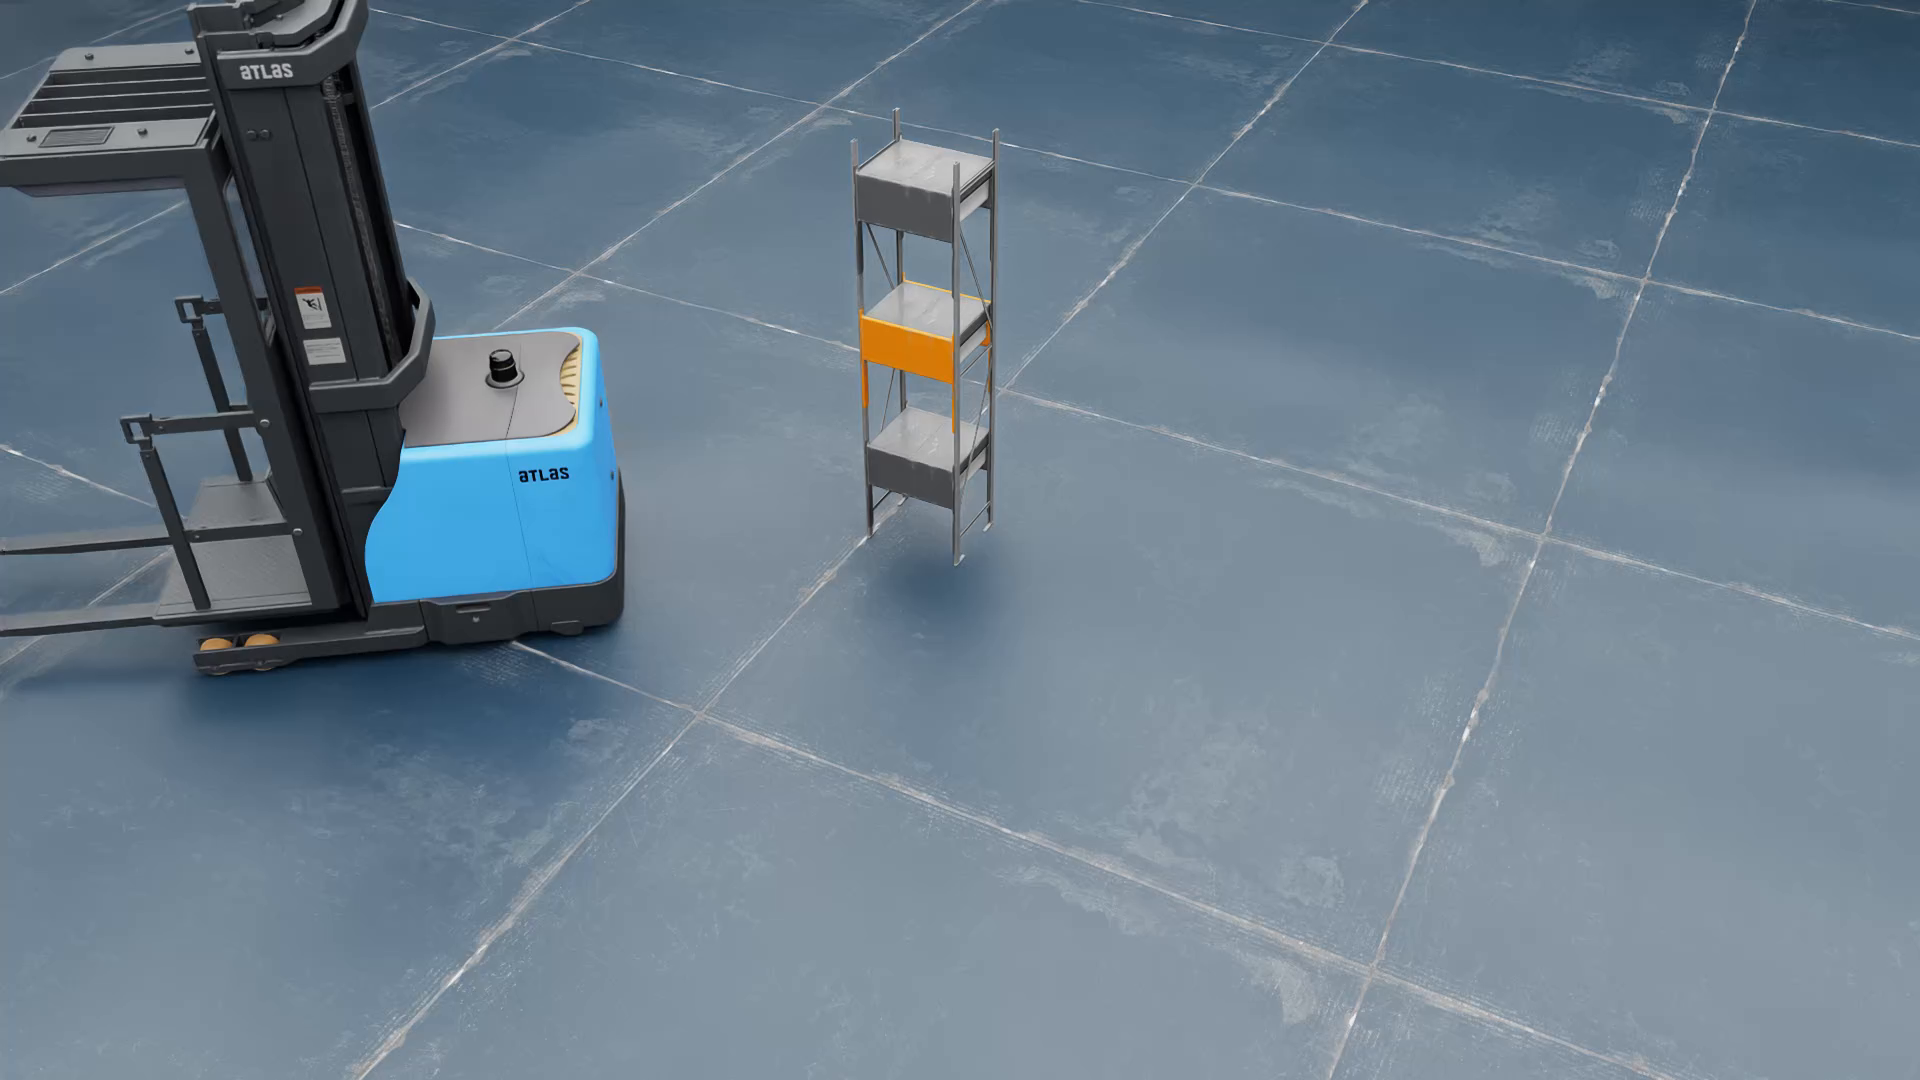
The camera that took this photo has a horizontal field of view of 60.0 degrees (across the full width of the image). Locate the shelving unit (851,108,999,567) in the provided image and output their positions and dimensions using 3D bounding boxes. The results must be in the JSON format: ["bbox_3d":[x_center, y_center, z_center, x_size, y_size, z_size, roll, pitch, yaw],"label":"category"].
[{"bbox_3d":[-0.147,-0.882,7.696,0.503,2.100,0.431,17,41,21],"label":"shelving unit"}]

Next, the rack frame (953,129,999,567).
[{"bbox_3d":[0.070,-0.815,7.606,0.015,2.100,0.400,17,41,21],"label":"rack frame"}]

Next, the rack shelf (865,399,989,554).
[{"bbox_3d":[-0.147,-0.314,8.127,0.480,0.518,0.431,17,41,21],"label":"rack shelf"}]

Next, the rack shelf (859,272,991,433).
[{"bbox_3d":[-0.147,-0.872,7.704,0.480,0.518,0.431,17,41,21],"label":"rack shelf"}]

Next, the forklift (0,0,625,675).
[{"bbox_3d":[-3.125,-0.905,7.038,3.031,2.935,1.130,-5,38,-7],"label":"forklift"}]

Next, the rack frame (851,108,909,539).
[{"bbox_3d":[-0.364,-0.950,7.785,0.015,2.100,0.400,17,41,21],"label":"rack frame"}]

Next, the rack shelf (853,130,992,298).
[{"bbox_3d":[-0.147,-1.429,7.281,0.480,0.518,0.431,17,41,21],"label":"rack shelf"}]
